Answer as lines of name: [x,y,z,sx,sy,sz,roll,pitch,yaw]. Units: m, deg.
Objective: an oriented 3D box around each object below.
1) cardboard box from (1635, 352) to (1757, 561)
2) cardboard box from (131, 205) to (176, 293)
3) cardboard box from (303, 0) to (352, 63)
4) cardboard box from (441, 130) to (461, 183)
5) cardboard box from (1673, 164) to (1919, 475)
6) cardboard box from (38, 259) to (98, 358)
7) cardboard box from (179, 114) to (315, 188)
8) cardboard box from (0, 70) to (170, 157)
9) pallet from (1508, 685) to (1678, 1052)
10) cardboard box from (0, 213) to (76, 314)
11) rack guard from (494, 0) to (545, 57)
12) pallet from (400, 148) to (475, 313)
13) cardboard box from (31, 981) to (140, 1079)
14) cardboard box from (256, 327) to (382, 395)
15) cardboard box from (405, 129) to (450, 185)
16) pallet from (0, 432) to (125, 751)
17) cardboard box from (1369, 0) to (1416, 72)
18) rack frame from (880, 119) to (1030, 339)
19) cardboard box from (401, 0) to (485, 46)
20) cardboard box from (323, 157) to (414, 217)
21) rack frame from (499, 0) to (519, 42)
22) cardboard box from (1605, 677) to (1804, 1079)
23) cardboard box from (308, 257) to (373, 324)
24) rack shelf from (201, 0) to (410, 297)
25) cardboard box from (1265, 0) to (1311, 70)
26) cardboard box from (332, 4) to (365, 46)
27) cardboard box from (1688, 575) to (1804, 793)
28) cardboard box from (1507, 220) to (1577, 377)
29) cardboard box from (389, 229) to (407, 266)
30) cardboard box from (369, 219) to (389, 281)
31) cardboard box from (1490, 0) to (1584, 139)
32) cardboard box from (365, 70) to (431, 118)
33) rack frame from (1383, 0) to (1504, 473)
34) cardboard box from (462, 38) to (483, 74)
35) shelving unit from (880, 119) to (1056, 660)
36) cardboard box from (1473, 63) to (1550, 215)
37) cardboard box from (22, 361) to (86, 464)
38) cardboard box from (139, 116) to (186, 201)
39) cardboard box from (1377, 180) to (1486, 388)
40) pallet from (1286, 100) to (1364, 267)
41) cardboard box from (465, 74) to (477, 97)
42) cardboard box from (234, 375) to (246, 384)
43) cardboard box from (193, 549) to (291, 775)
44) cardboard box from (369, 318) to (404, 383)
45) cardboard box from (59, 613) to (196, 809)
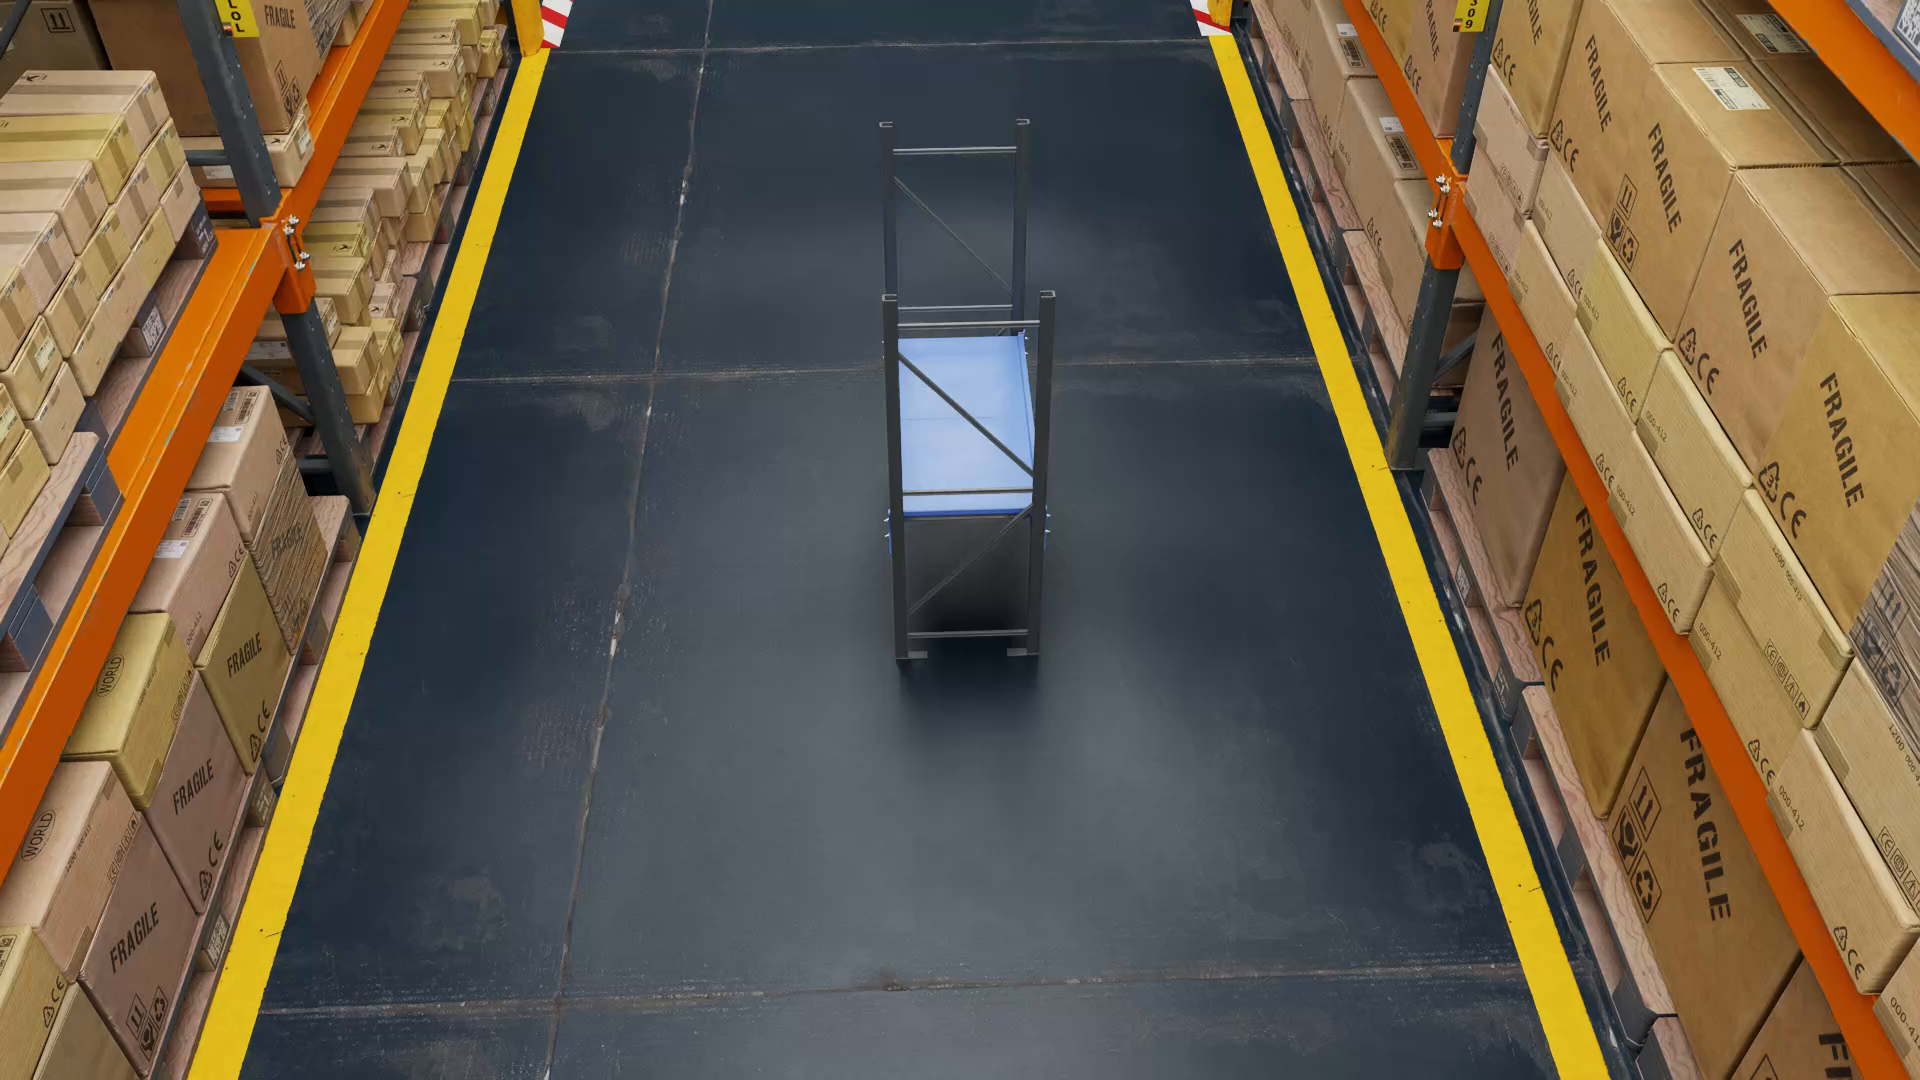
cardboard box: [1.995,-0.218,4.009,0.500,0.250,0.500,-3,43,-3]
cardboard box: [-2.525,-0.842,4.824,0.380,0.149,0.250,-1,43,-2]
cardboard box: [-2.549,-2.040,5.961,0.500,0.500,0.500,-2,43,-2]
cardboard box: [-2.565,-1.799,7.792,0.380,0.149,0.250,-1,43,-1]
cardboard box: [2.017,-0.498,3.760,0.500,0.500,0.500,-2,43,-2]
cardboard box: [-2.501,-0.597,4.336,0.380,0.149,0.250,-3,43,-3]
cardboard box: [-2.437,-1.326,5.663,0.380,0.149,0.250,0,43,0]
cardboard box: [-2.540,-1.234,4.811,0.380,0.149,0.250,0,43,0]
pallet: [2.352,0.944,5.064,1.003,0.211,1.213,-2,43,-2]
cardboard box: [-2.507,-0.701,4.230,0.380,0.149,0.250,-2,43,-2]
rack guard: [-2.918,-2.946,9.094,1.175,0.500,0.348,-2,43,-2]
pallet: [-2.870,-1.468,7.695,1.003,0.211,1.213,-2,43,-2]
cardboard box: [-2.382,1.425,4.015,0.500,0.500,0.500,-1,43,-1]
cardboard box: [-2.447,-0.685,6.357,0.380,0.149,0.250,0,43,0]
cardboard box: [-2.524,-1.725,7.491,0.380,0.149,0.250,-1,43,-1]
pallet: [-2.707,0.218,3.934,1.003,0.211,1.213,-2,43,-2]
cardboard box: [1.887,-2.118,6.267,0.500,0.500,0.500,-3,43,-3]
rack frame: [-0.018,-0.838,6.055,0.500,1.500,0.032,-2,43,-2]
cardboard box: [-2.555,-2.549,8.170,0.380,0.149,0.250,-3,43,-3]
cardboard box: [-2.535,-1.486,7.010,0.380,0.149,0.250,-1,43,-1]
rack frame: [-2.922,-3.918,8.305,1.000,3.000,0.127,-2,43,-2]
cardboard box: [2.379,0.830,4.387,0.875,0.875,0.875,-1,43,-1]
cardboard box: [-2.512,-0.967,6.444,0.380,0.149,0.250,0,43,0]
rack shelf: [-2.837,-2.303,7.075,1.077,0.370,4.000,-2,43,-2]
cardboard box: [2.148,-2.896,8.775,0.875,0.438,0.875,-3,43,-3]
cardboard box: [-2.537,-2.033,6.433,0.380,0.149,0.250,-1,43,-1]
cardboard box: [2.036,0.309,3.804,0.500,0.250,0.500,-2,43,-2]
cardboard box: [1.968,-0.719,4.926,0.500,0.250,0.500,-3,43,-3]
cardboard box: [-2.627,-1.273,7.218,0.380,0.149,0.250,-3,43,-4]
cardboard box: [-2.603,-1.199,6.918,0.380,0.149,0.250,-4,43,-4]
cardboard box: [1.921,-1.528,4.884,0.500,0.500,0.500,-1,43,-1]
cardboard box: [-2.640,-2.011,7.583,0.380,0.149,0.250,-3,43,-3]
rack frame: [2.190,-1.428,5.588,1.000,3.000,0.127,-2,43,-2]
cardboard box: [-2.590,-2.433,8.263,0.380,0.149,0.250,-3,43,-4]
shelving unit: [0.004,-0.495,5.680,0.538,1.500,1.048,-2,43,-2]
cardboard box: [1.927,-1.252,5.137,0.500,0.250,0.500,-3,43,-3]
cardboard box: [-2.489,-0.317,4.251,0.380,0.149,0.250,-3,43,-4]
cardboard box: [-2.538,-1.127,4.914,0.380,0.149,0.250,0,43,0]
cardboard box: [2.270,-1.065,6.778,0.875,0.438,0.875,-2,43,-2]
pallet: [2.181,-1.741,7.994,1.003,0.211,1.213,-2,43,-2]
cardboard box: [-2.654,-2.321,8.362,0.380,0.149,0.250,-2,43,-2]
cardboard box: [-3.036,-0.755,6.652,0.380,0.149,0.250,-1,43,-1]
cardboard box: [-2.447,0.387,5.146,0.500,0.500,0.500,-3,43,-3]
cardboard box: [-2.457,-0.756,6.654,0.380,0.149,0.250,0,43,-1]
cardboard box: [-2.422,0.472,4.500,0.500,0.250,0.500,-3,43,-4]
